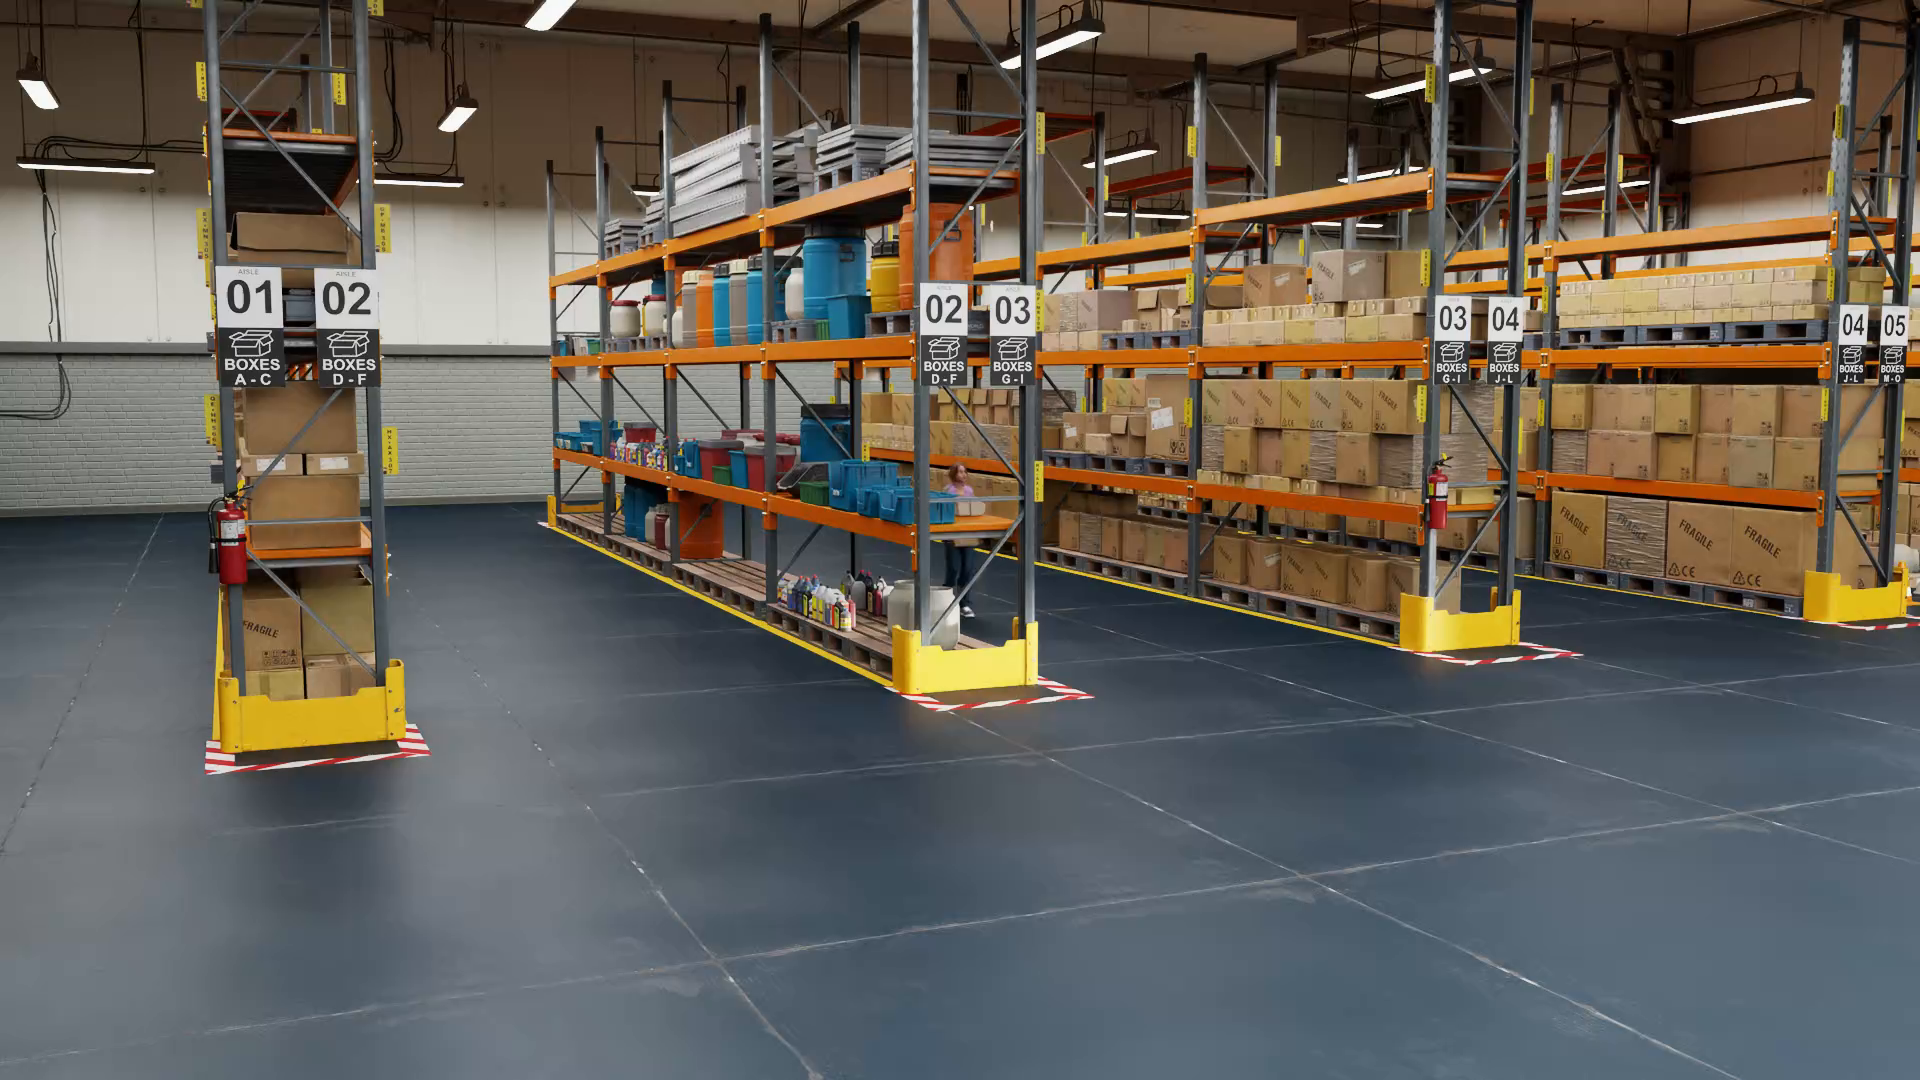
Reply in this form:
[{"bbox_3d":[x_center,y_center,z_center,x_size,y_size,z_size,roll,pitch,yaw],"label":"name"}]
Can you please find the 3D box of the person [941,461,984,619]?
[{"bbox_3d":[0.014,-0.008,17.174,0.416,1.605,0.486,3,6,28],"label":"person"}]
